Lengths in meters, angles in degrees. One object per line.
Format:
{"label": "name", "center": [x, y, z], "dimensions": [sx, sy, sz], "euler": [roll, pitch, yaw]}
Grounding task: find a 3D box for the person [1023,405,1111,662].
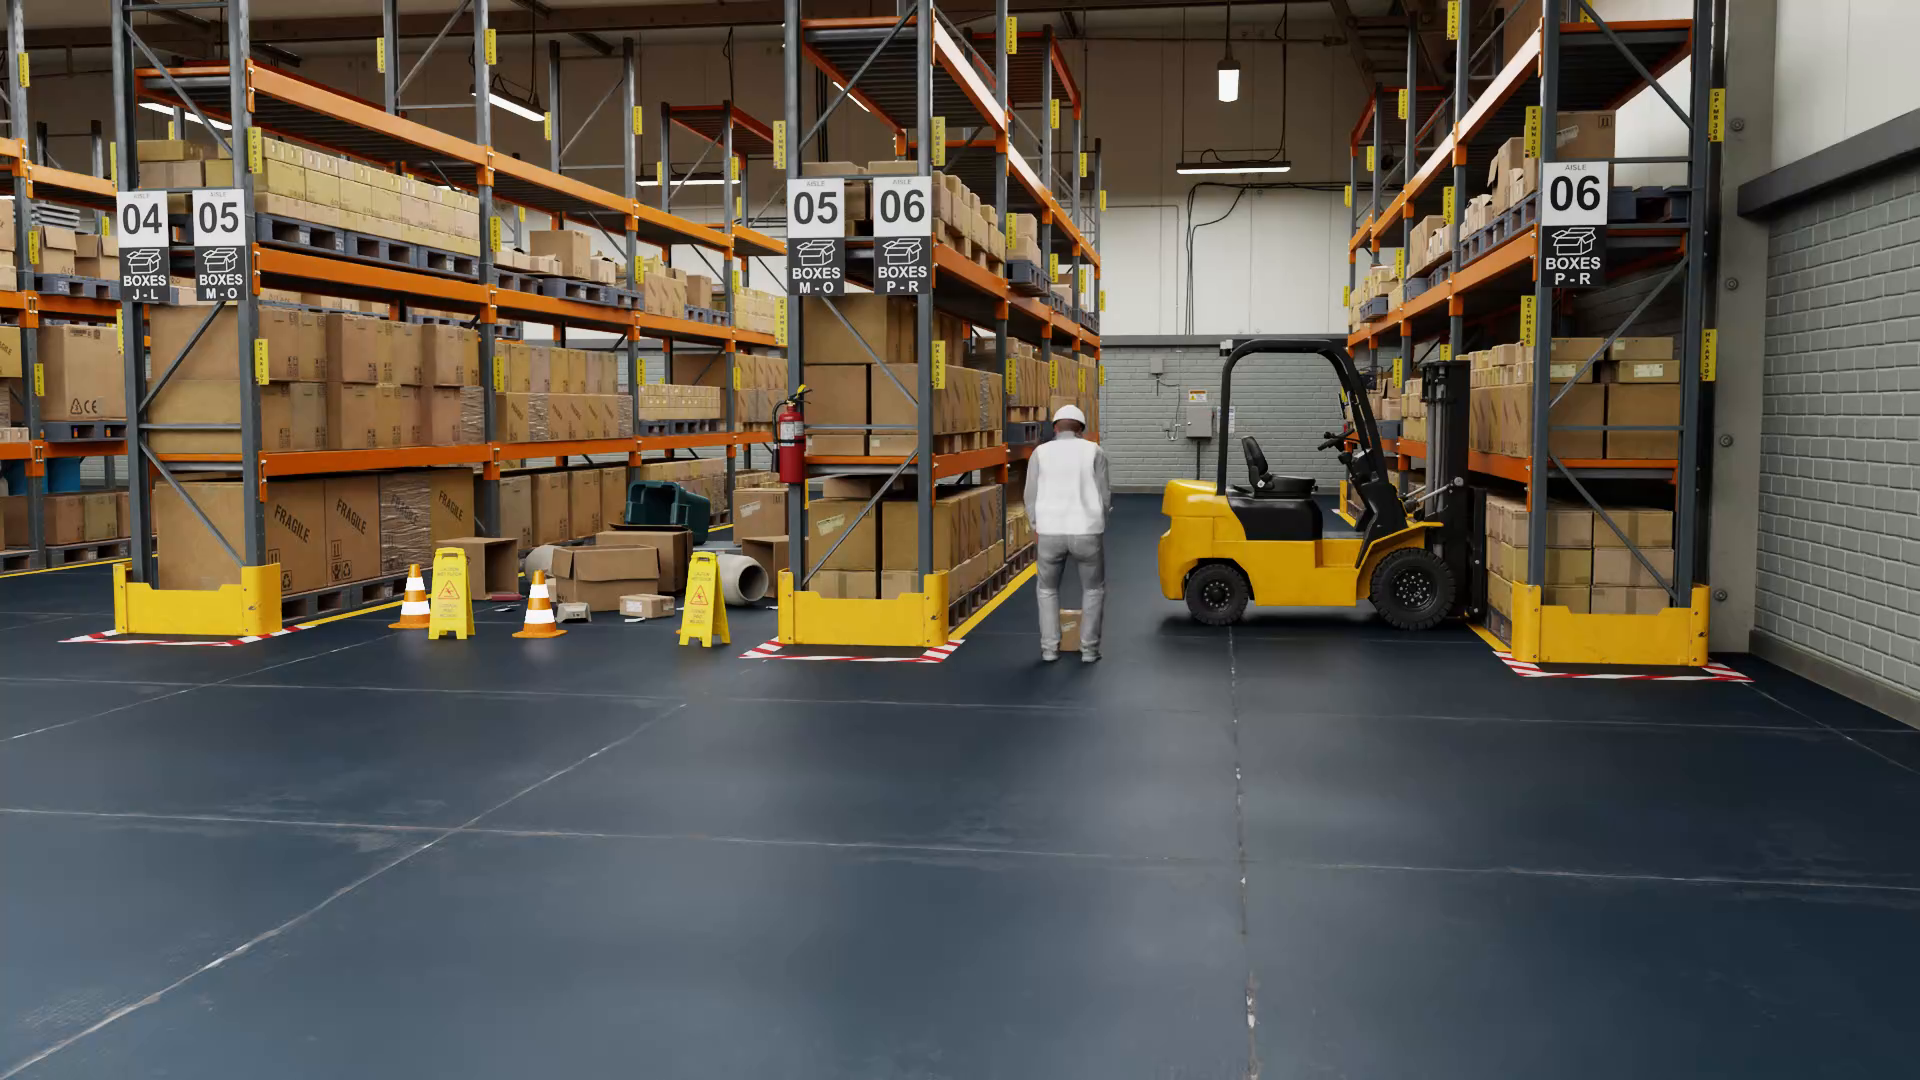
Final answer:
{"label": "person", "center": [0.697, -0.048, 10.849], "dimensions": [0.574, 1.665, 0.558], "euler": [1, 4, 10]}
